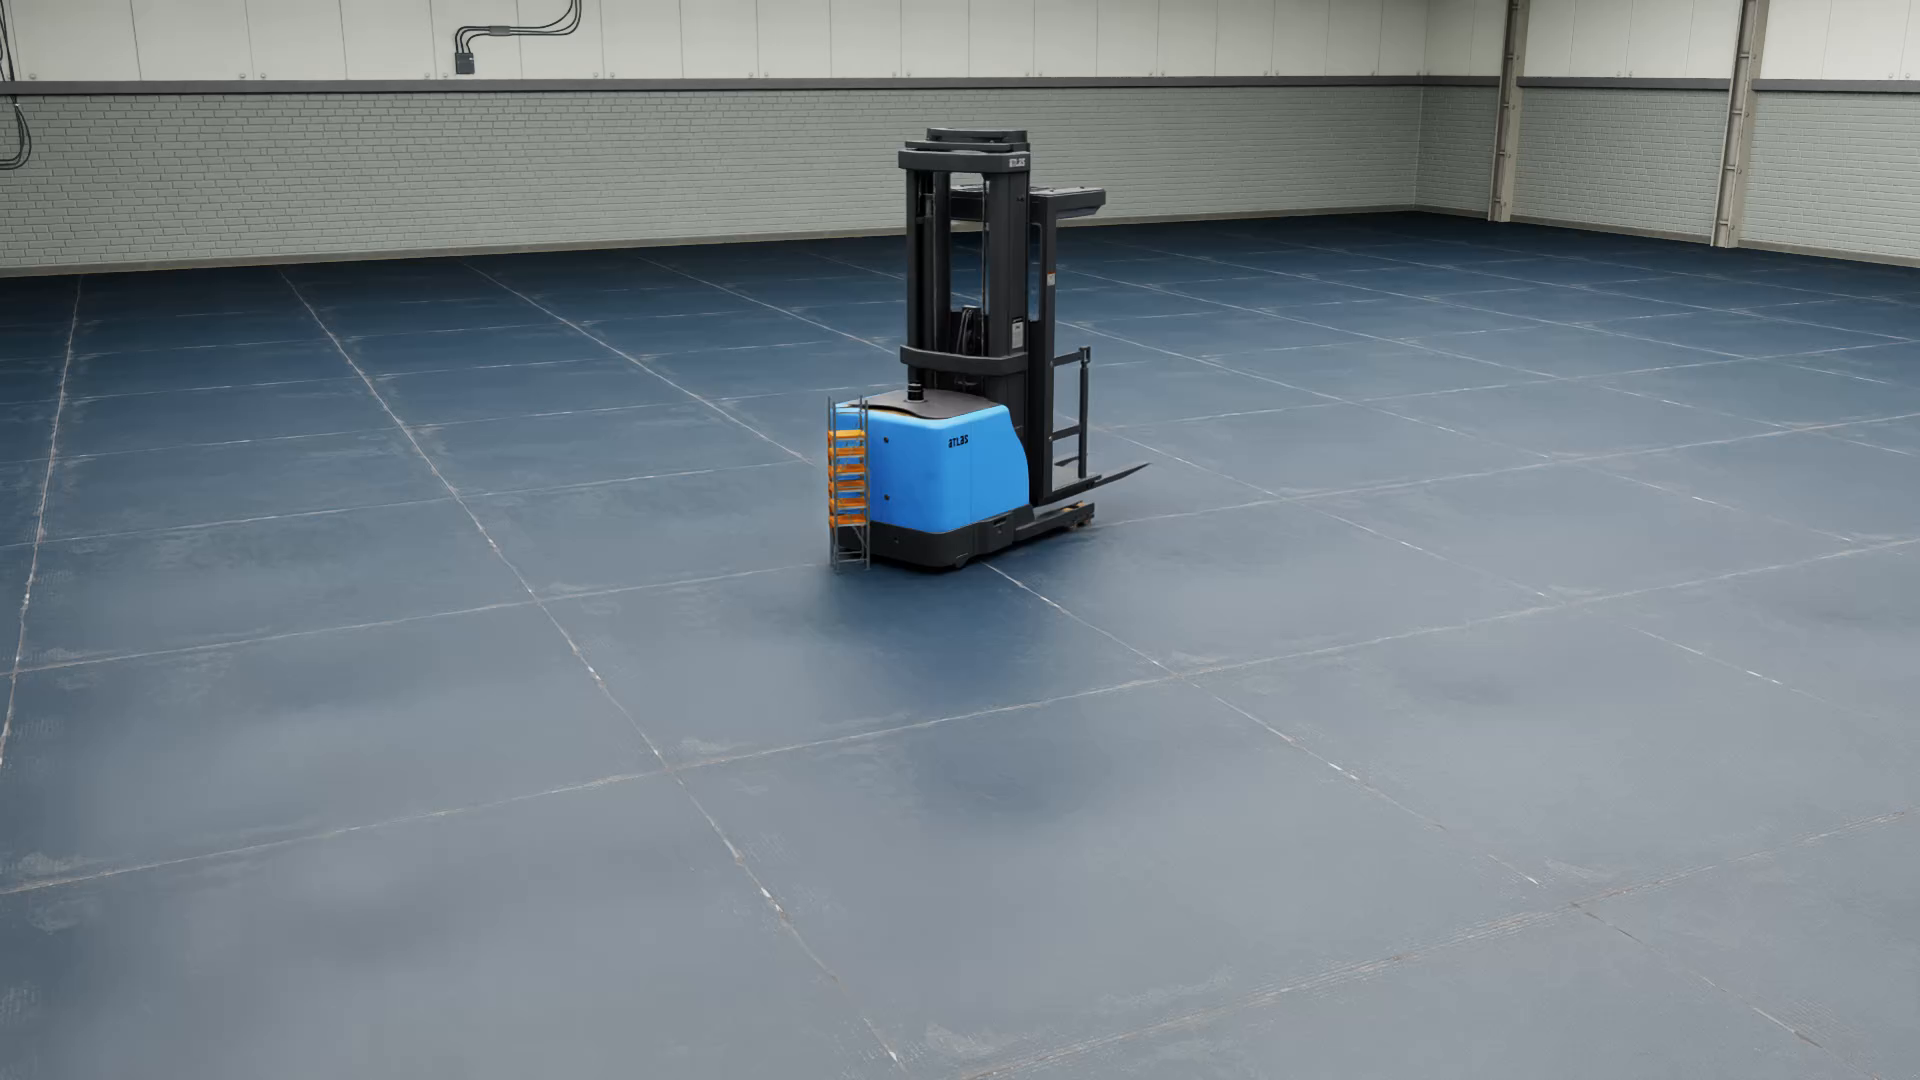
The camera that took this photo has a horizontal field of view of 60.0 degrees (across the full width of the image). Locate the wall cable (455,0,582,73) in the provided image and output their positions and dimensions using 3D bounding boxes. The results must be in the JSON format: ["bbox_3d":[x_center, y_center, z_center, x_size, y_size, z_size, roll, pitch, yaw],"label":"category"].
[{"bbox_3d":[-7.877,-11.293,29.125,2.305,6.003,0.169,-8,18,-25],"label":"wall cable"}]

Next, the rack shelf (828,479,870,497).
[{"bbox_3d":[-0.762,-0.339,11.416,0.258,0.103,0.180,-4,17,-14],"label":"rack shelf"}]

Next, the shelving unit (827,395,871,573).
[{"bbox_3d":[-0.762,-0.382,11.403,0.258,1.200,0.189,-4,17,-14],"label":"shelving unit"}]

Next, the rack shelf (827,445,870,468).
[{"bbox_3d":[-0.761,-0.570,11.349,0.258,0.103,0.180,-4,17,-14],"label":"rack shelf"}]

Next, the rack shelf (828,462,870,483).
[{"bbox_3d":[-0.761,-0.454,11.382,0.258,0.103,0.180,-4,17,-14],"label":"rack shelf"}]

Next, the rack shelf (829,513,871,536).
[{"bbox_3d":[-0.763,-0.109,11.483,0.258,0.103,0.180,-4,17,-14],"label":"rack shelf"}]

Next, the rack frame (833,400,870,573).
[{"bbox_3d":[-0.738,-0.357,11.318,0.240,1.200,0.006,-4,17,-14],"label":"rack frame"}]

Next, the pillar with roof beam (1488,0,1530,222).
[{"bbox_3d":[8.131,-10.911,33.959,9.100,9.000,0.400,-8,18,-25],"label":"pillar with roof beam"}]

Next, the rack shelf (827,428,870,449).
[{"bbox_3d":[-0.760,-0.685,11.315,0.258,0.103,0.180,-4,17,-14],"label":"rack shelf"}]

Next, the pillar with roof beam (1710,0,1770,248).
[{"bbox_3d":[10.759,-9.424,28.775,9.100,9.000,0.400,-8,18,-25],"label":"pillar with roof beam"}]

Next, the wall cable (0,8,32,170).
[{"bbox_3d":[-16.417,-7.023,26.038,3.097,2.526,0.112,-8,18,-25],"label":"wall cable"}]

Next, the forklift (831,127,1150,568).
[{"bbox_3d":[0.372,-1.560,12.374,1.130,2.935,3.031,12,20,36],"label":"forklift"}]

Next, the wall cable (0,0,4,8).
[{"bbox_3d":[-13.986,-9.777,26.481,3.097,2.526,0.112,-8,18,-25],"label":"wall cable"}]

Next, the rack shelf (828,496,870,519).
[{"bbox_3d":[-0.762,-0.224,11.449,0.258,0.103,0.180,-4,17,-14],"label":"rack shelf"}]

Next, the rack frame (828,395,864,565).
[{"bbox_3d":[-0.785,-0.407,11.488,0.240,1.200,0.006,-4,17,-14],"label":"rack frame"}]
